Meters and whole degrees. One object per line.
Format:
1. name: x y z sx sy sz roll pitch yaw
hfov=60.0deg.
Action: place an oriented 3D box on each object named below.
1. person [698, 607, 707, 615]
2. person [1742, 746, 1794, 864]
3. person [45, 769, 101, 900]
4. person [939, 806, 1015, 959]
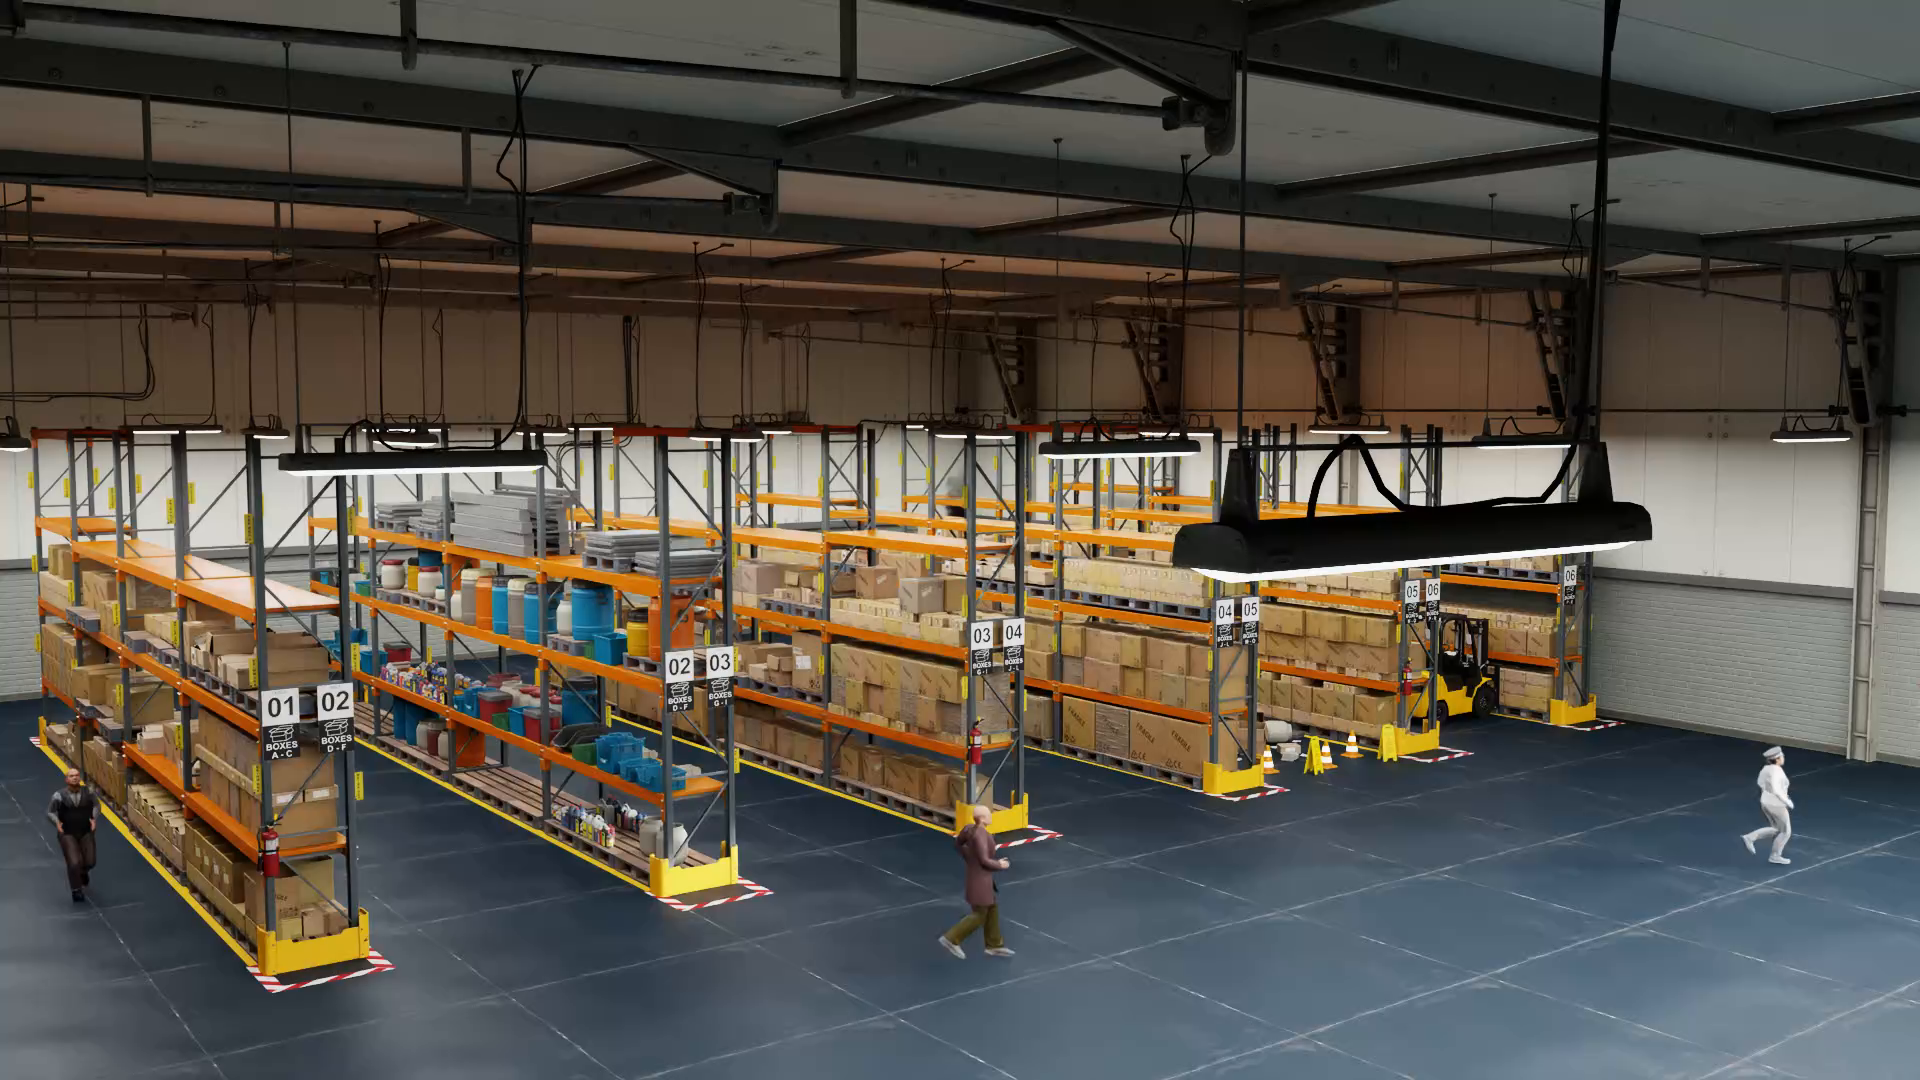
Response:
1. person: -6.072 2.419 39.039 0.740 1.735 0.695 -1 5 -10
2. person: 11.280 3.684 23.150 0.601 1.652 0.642 0 4 4
3. person: -11.487 3.799 21.589 0.657 1.671 0.612 -3 6 -37
4. person: 0.195 3.941 19.106 0.933 1.799 0.734 -1 5 -13
